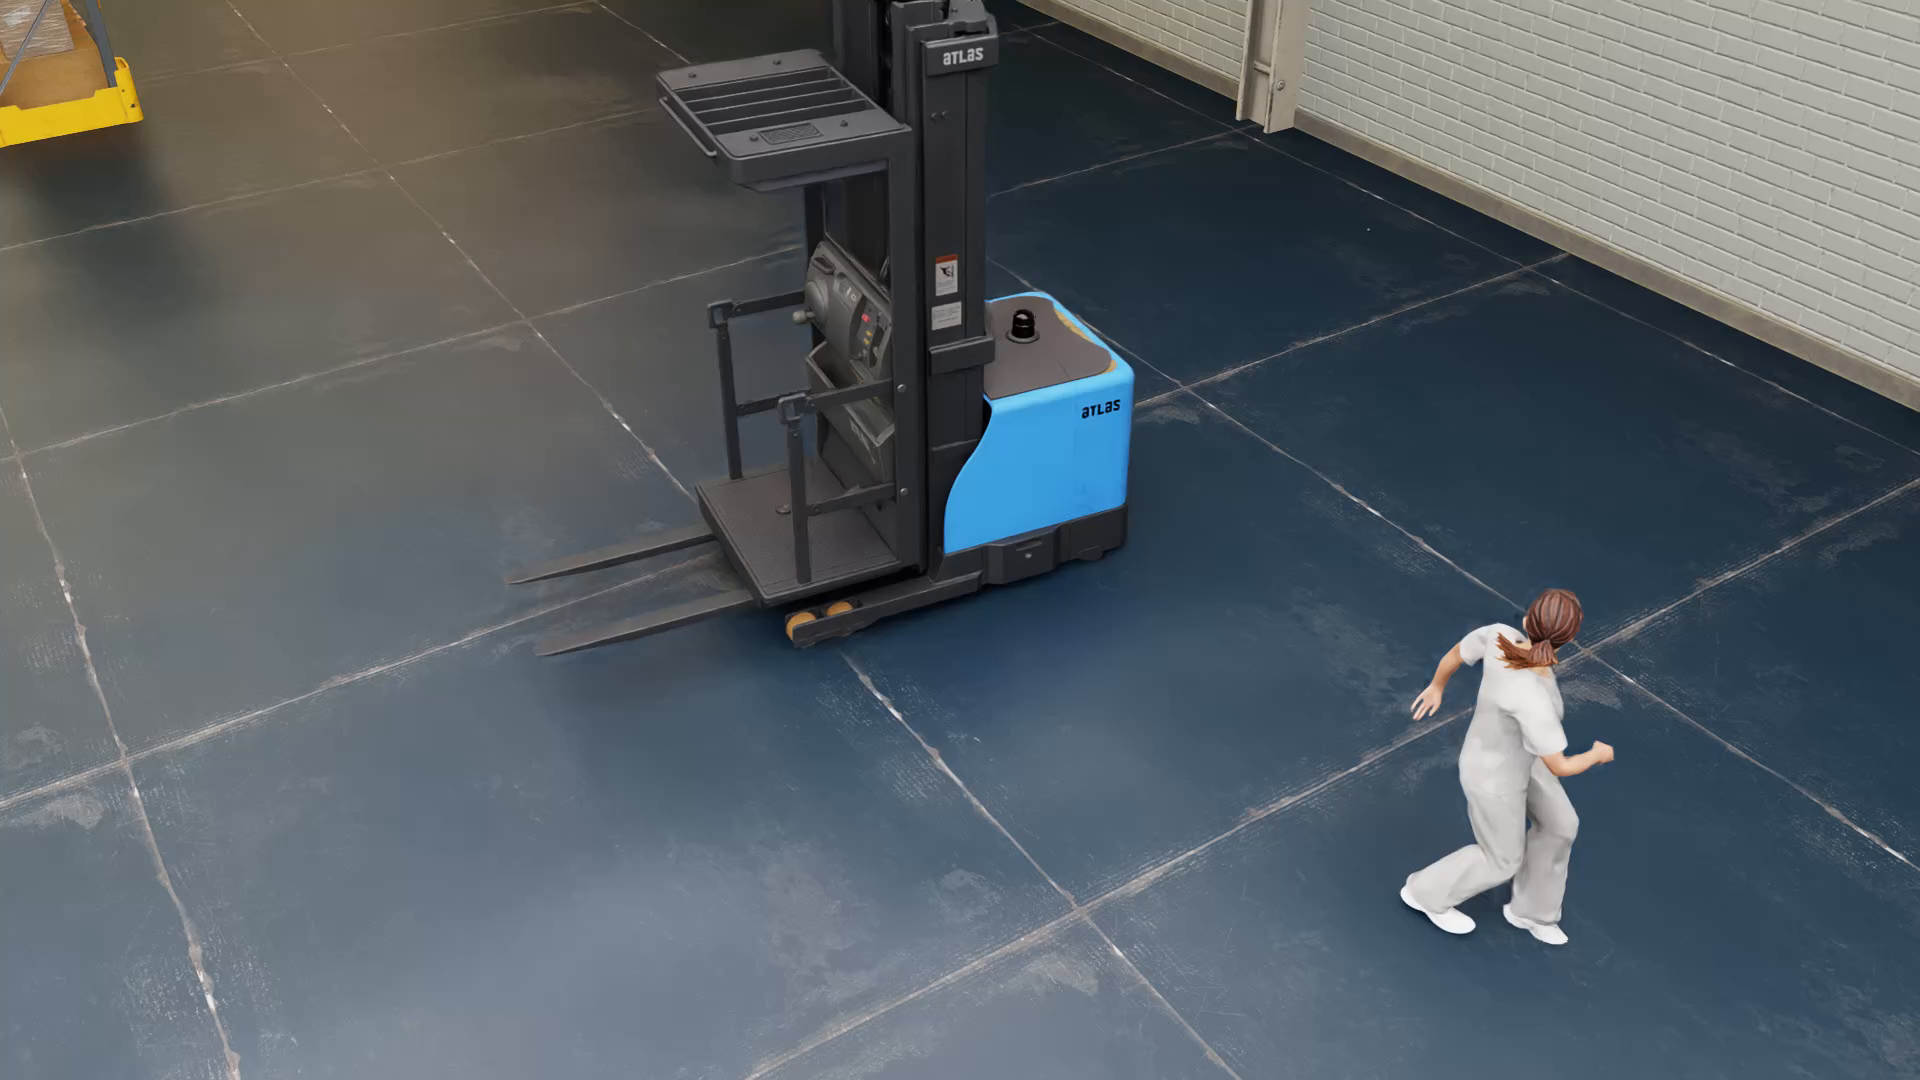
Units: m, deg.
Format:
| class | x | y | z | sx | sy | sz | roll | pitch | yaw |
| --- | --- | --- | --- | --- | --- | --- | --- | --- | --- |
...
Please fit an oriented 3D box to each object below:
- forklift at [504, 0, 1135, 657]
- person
| class | x | y | z | sx | sy | sz | roll | pitch | yaw |
| --- | --- | --- | --- | --- | --- | --- | --- | --- | --- |
| forklift | -0.699 | -1.032 | 7.616 | 3.031 | 2.935 | 1.130 | -15 | 38 | -20 |
| person | 2.020 | 0.858 | 6.122 | 0.784 | 1.669 | 0.503 | 13 | 37 | 18 |
